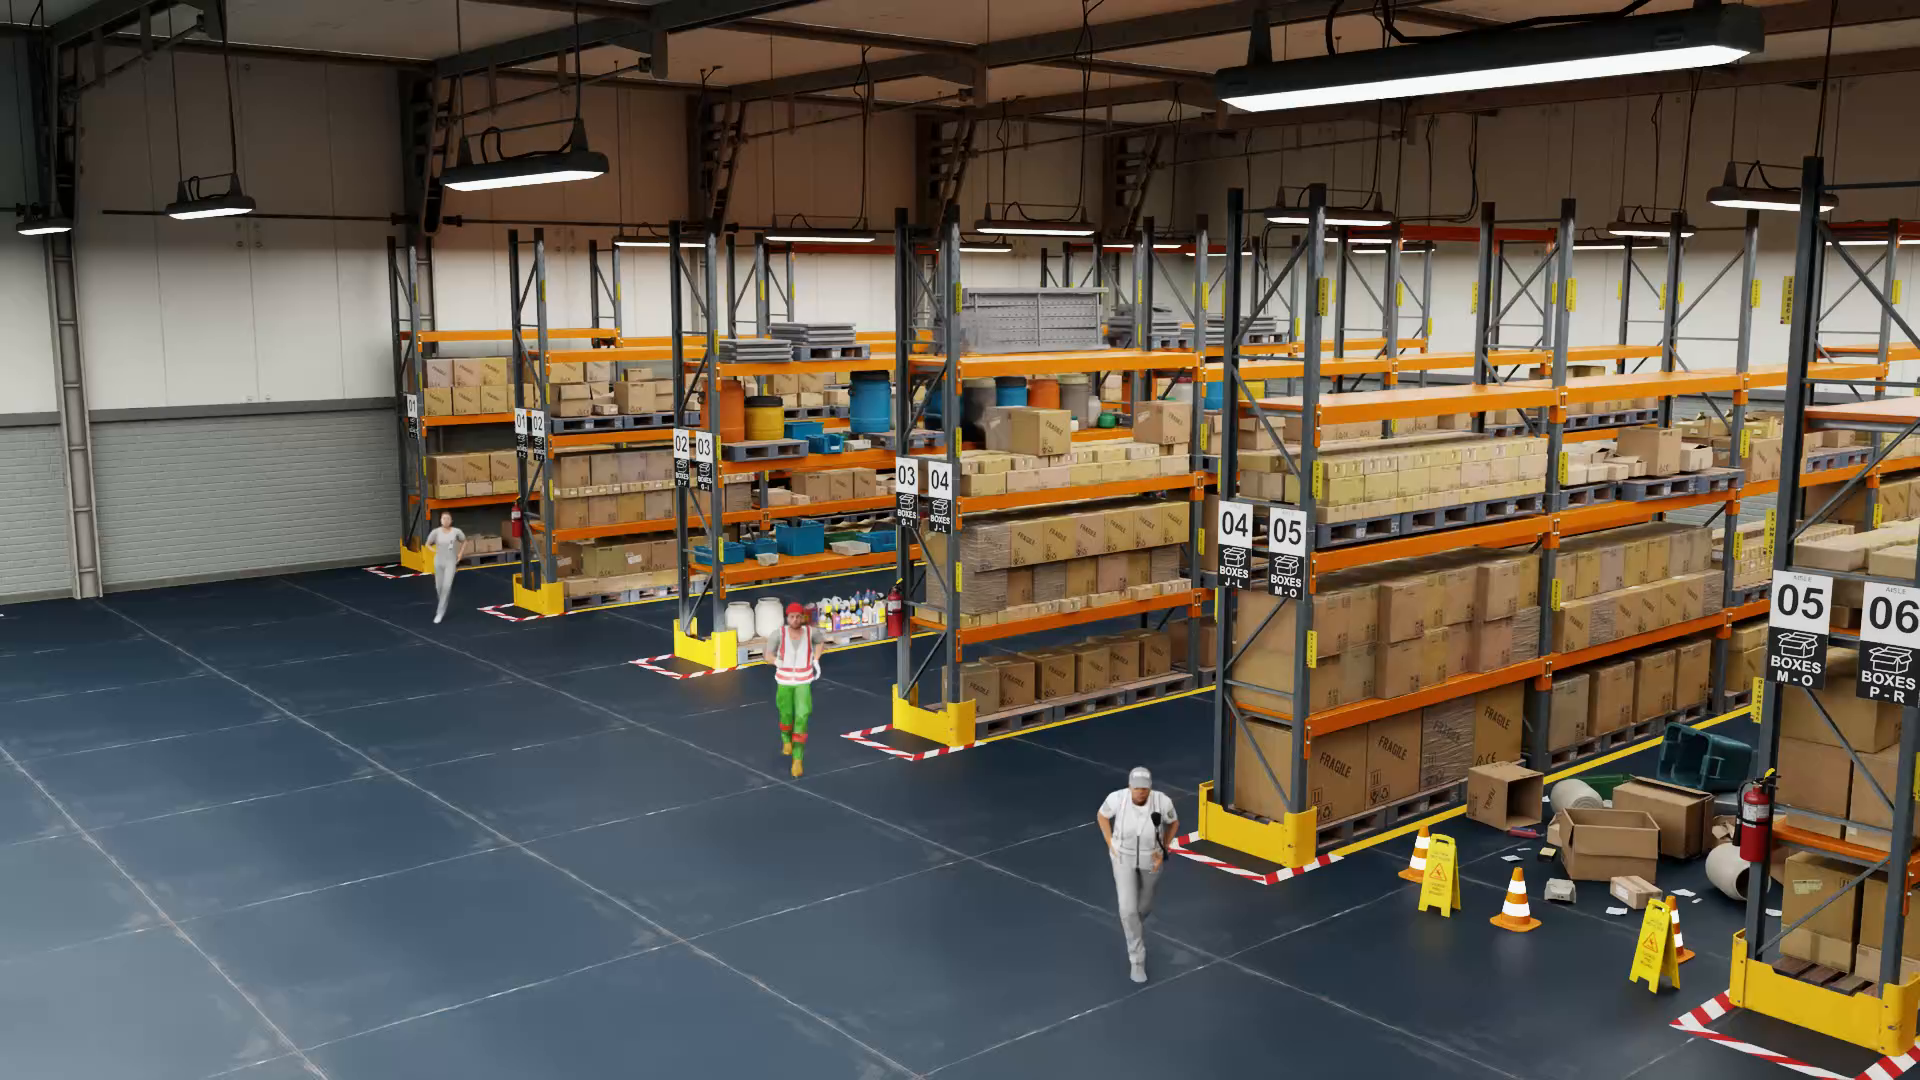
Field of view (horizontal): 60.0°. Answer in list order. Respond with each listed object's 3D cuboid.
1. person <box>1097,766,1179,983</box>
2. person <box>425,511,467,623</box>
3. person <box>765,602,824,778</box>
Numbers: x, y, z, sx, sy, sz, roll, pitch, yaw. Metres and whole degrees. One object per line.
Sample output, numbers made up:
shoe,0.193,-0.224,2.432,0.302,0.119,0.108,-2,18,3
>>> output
person,1.356,2.459,12.723,0.613,1.656,0.912,1,9,6
person,-7.940,0.388,25.708,0.599,1.666,0.896,-1,9,-7
person,-1.775,1.544,17.862,0.603,1.821,0.896,0,9,-1
